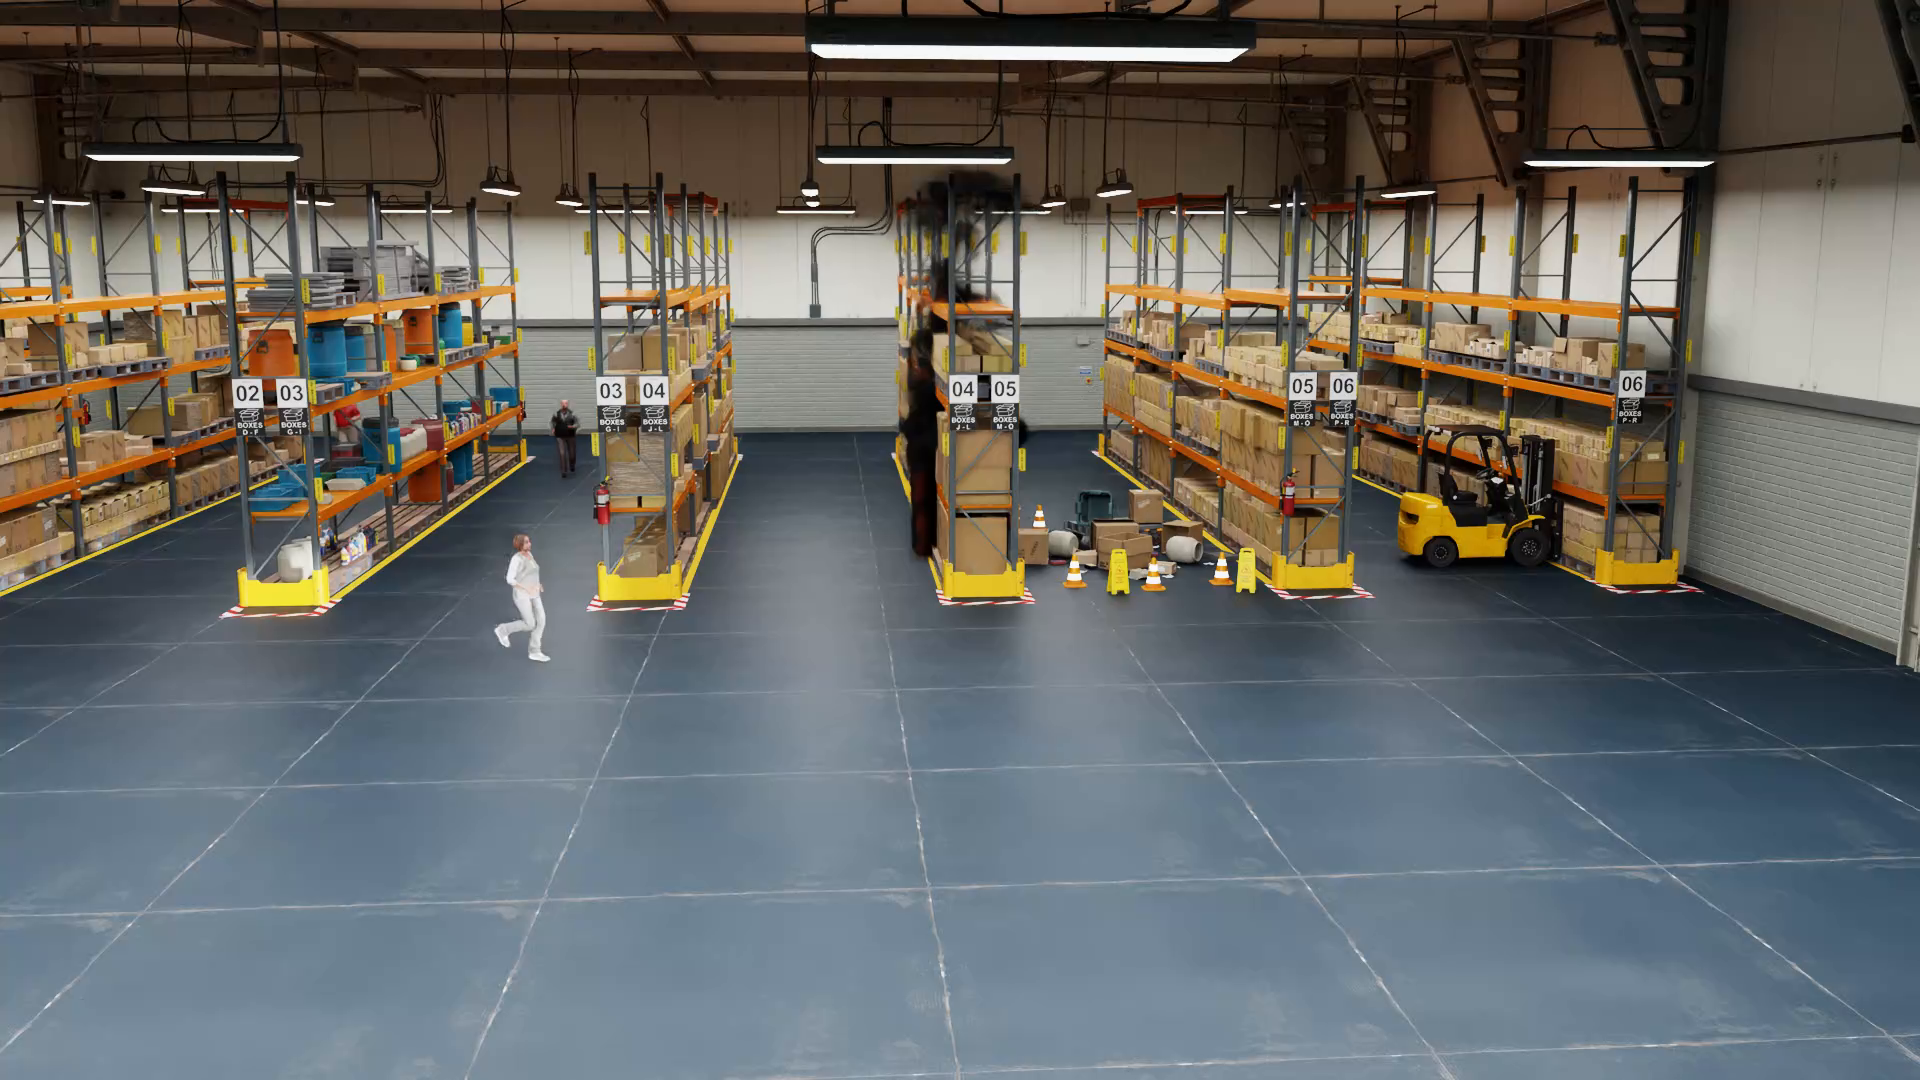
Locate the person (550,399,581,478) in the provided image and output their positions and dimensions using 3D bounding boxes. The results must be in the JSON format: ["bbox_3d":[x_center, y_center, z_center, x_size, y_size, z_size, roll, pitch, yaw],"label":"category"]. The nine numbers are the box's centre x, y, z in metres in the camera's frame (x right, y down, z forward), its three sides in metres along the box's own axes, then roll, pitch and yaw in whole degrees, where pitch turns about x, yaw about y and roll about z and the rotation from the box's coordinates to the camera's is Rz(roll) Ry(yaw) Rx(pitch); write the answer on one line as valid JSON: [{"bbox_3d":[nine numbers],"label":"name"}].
[{"bbox_3d":[-8.636,-2.227,36.401,0.669,1.698,0.864,-2,10,-10],"label":"person"}]

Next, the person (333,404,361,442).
[{"bbox_3d":[-13.807,-2.417,37.458,0.665,1.764,0.869,-1,10,-5],"label":"person"}]

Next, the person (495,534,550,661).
[{"bbox_3d":[-5.346,0.695,20.311,0.690,1.573,0.537,3,10,16],"label":"person"}]
